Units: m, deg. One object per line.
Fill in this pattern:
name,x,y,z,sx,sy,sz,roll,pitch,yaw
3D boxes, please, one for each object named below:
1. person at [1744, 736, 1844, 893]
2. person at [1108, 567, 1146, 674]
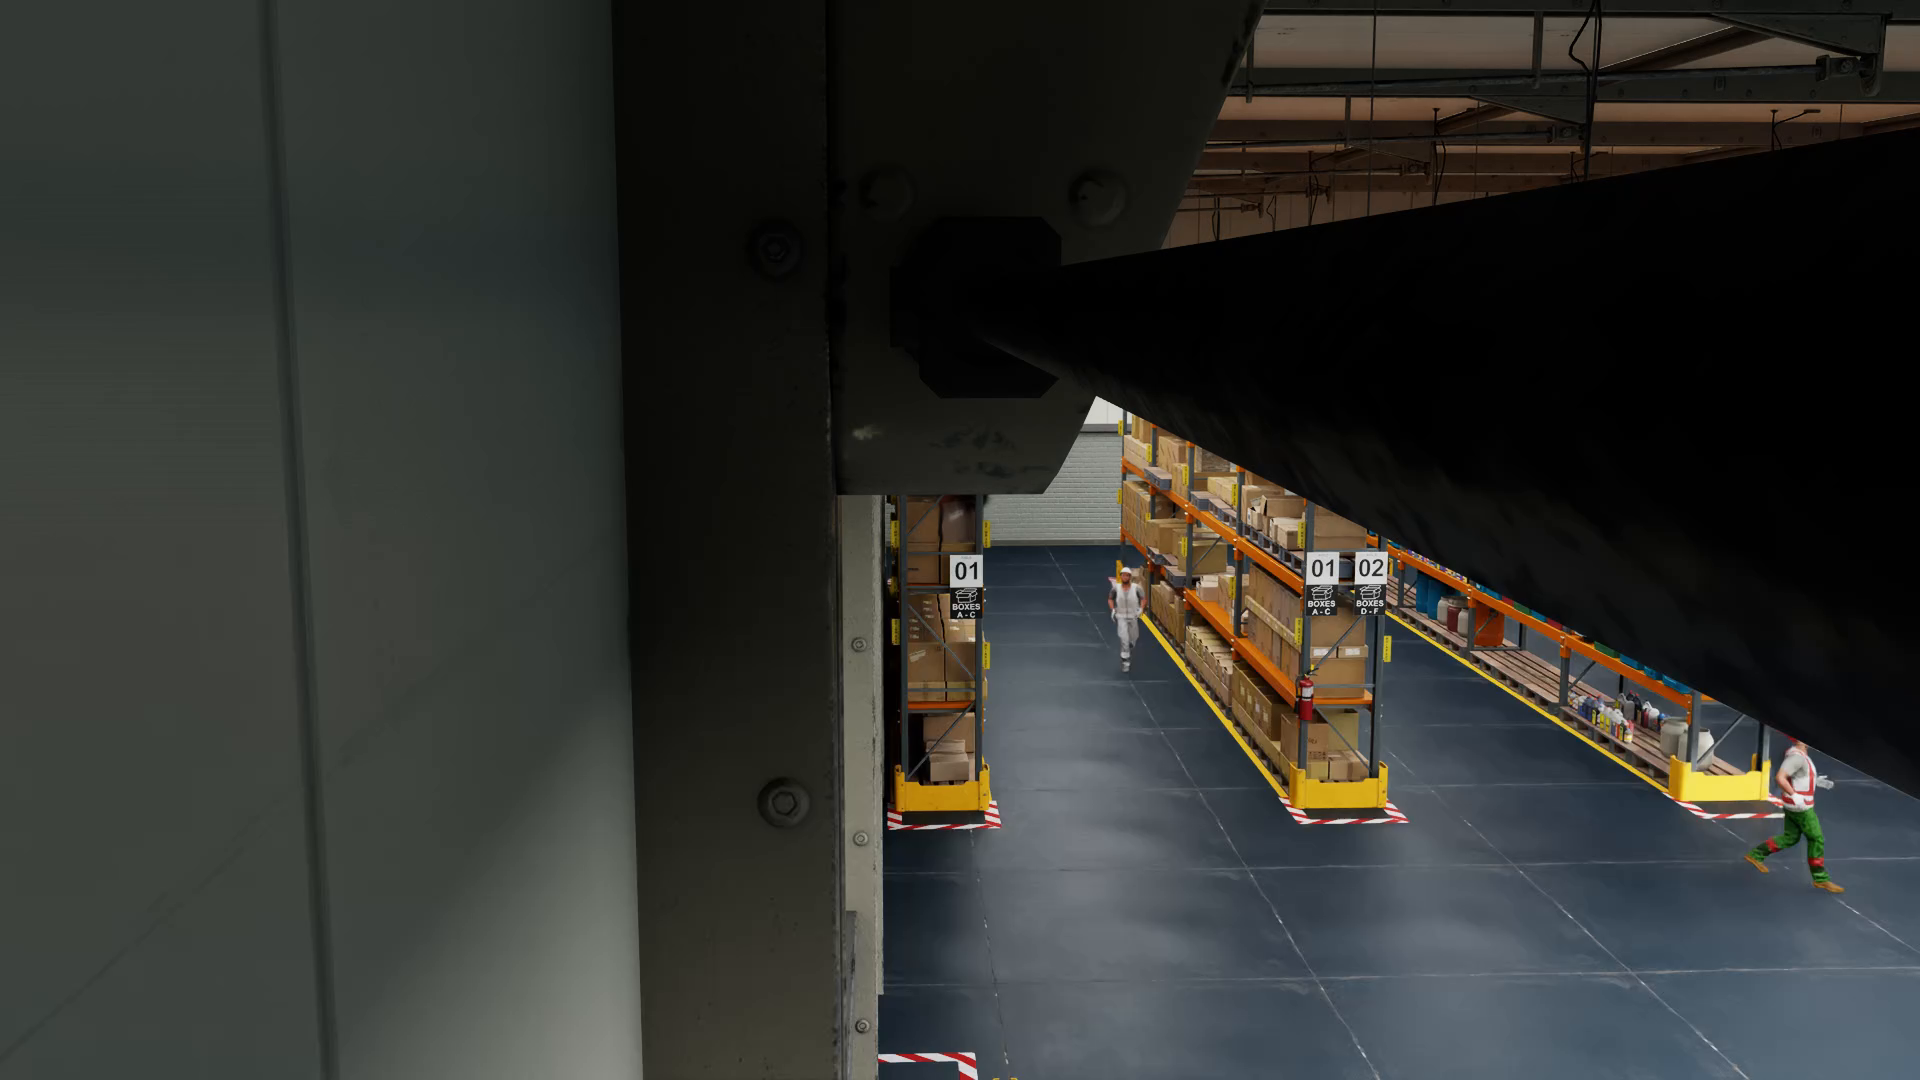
person,8.960,2.838,17.755,0.971,1.769,0.685,3,9,20
person,2.825,1.332,28.128,0.650,1.768,0.722,1,8,4
